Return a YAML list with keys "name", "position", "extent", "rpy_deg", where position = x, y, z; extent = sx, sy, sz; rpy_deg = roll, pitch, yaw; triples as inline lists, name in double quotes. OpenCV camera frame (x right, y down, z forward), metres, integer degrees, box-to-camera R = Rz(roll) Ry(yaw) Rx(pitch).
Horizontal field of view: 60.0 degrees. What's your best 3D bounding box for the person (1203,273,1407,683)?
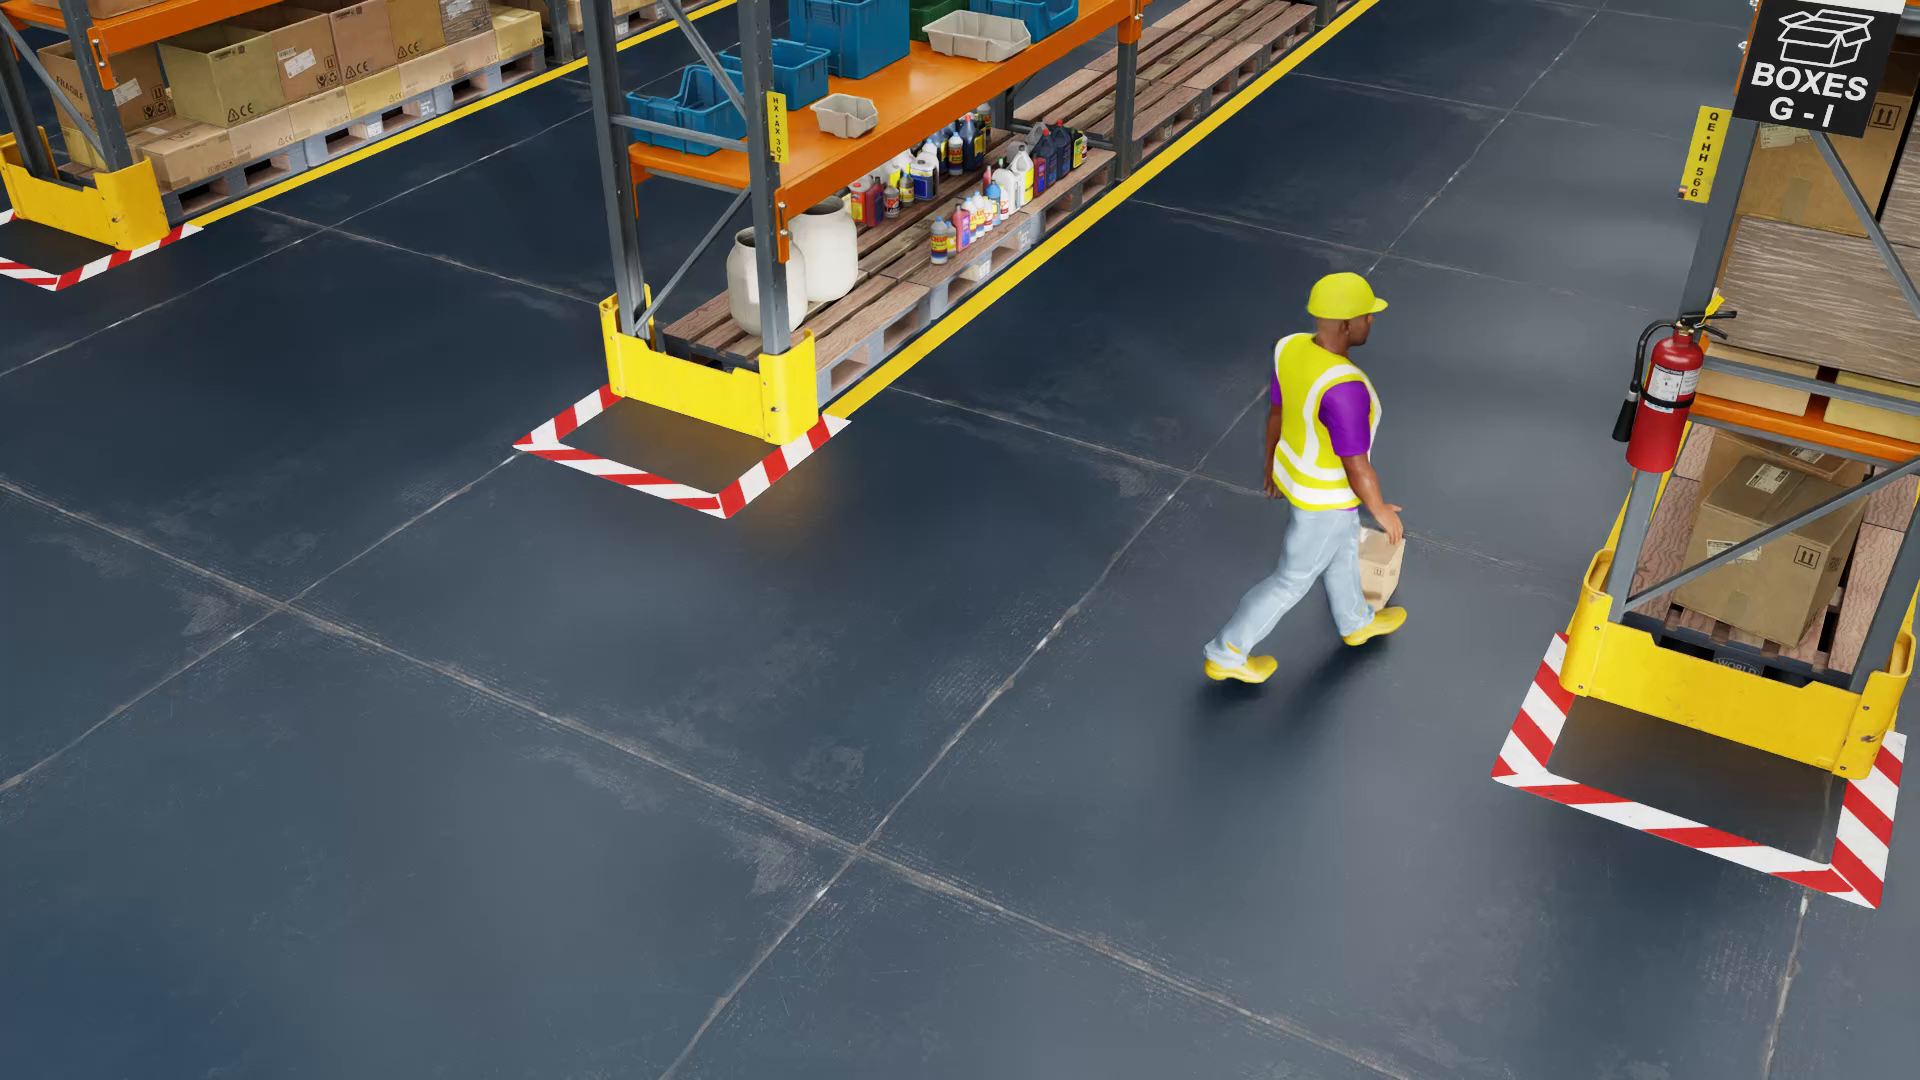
- name: "person"
  position: [1.451, -0.215, 6.449]
  extent: [0.968, 1.736, 0.591]
  rpy_deg: [-6, 34, -8]
